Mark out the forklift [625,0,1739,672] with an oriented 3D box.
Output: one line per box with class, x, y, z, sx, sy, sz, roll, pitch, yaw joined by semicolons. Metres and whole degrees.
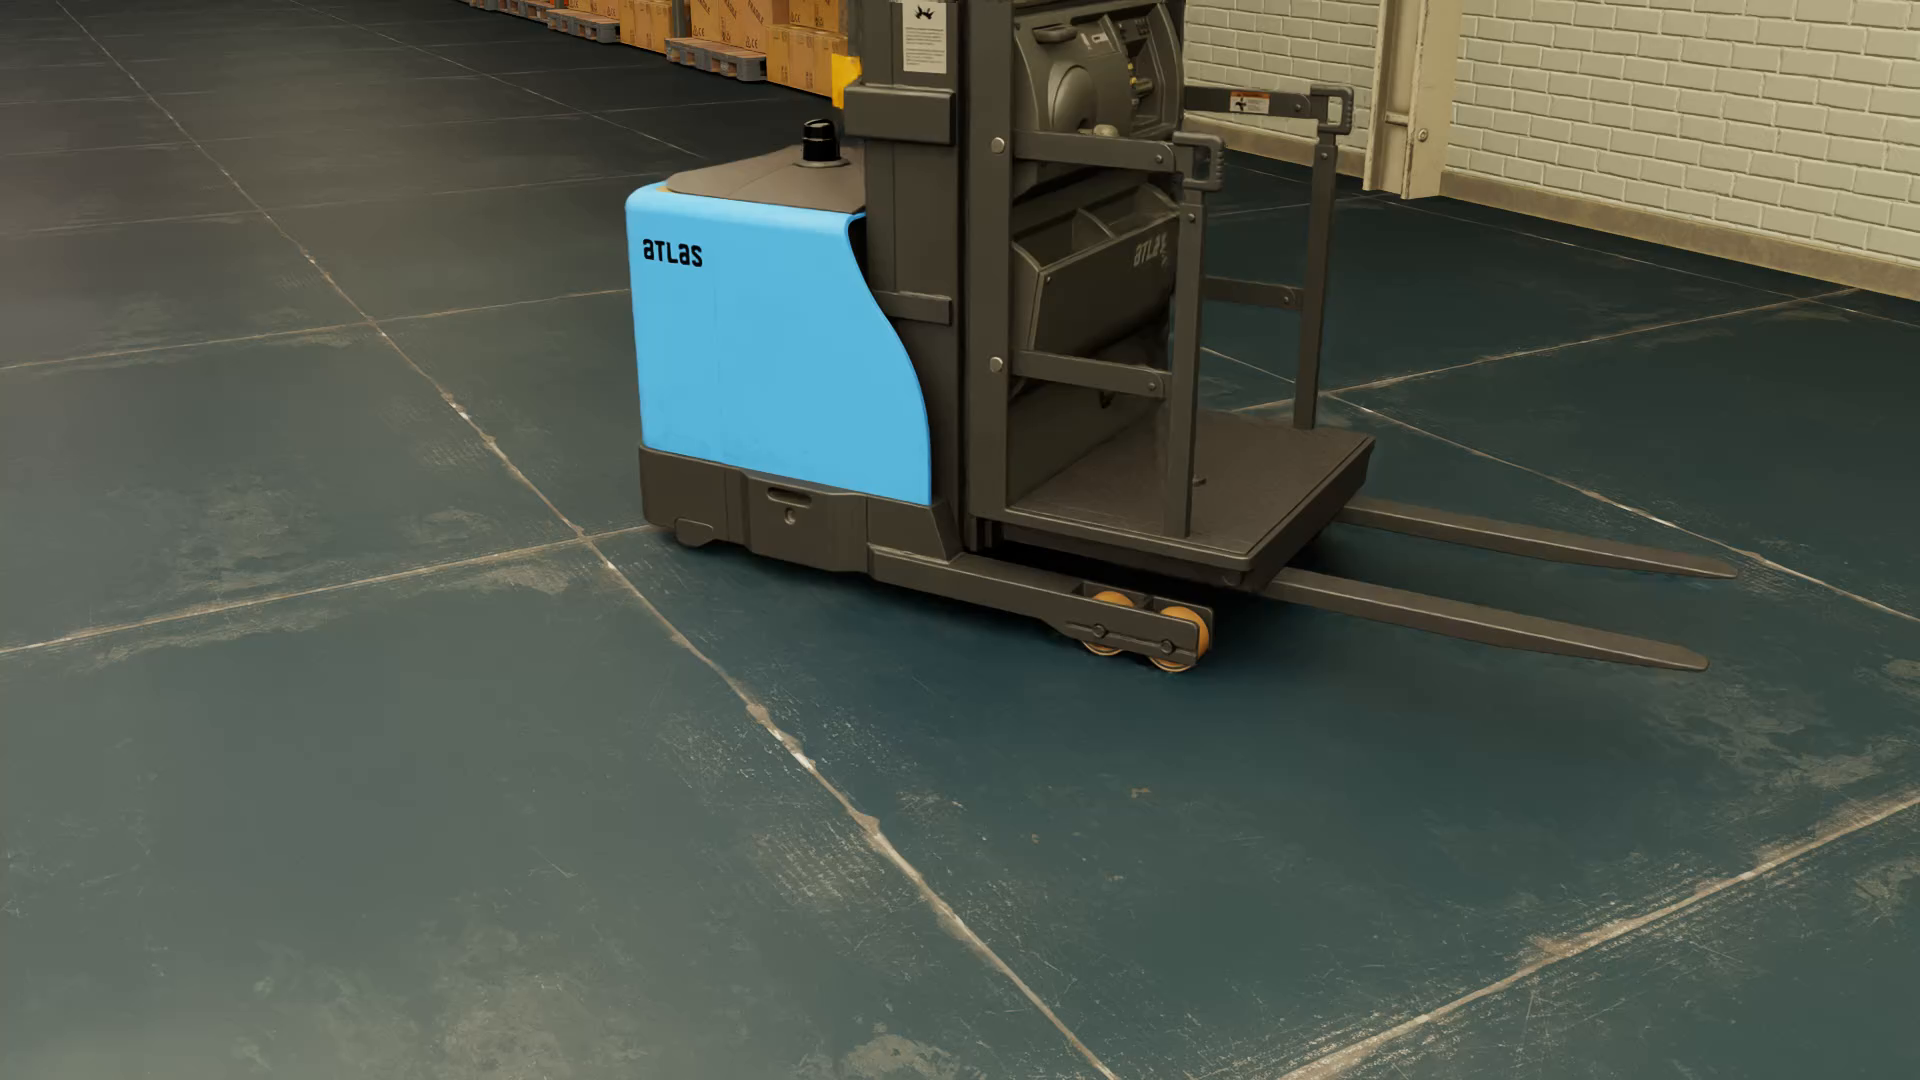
forklift;0.560;-1.245;4.307;3.031;2.935;1.130;12;25;27
